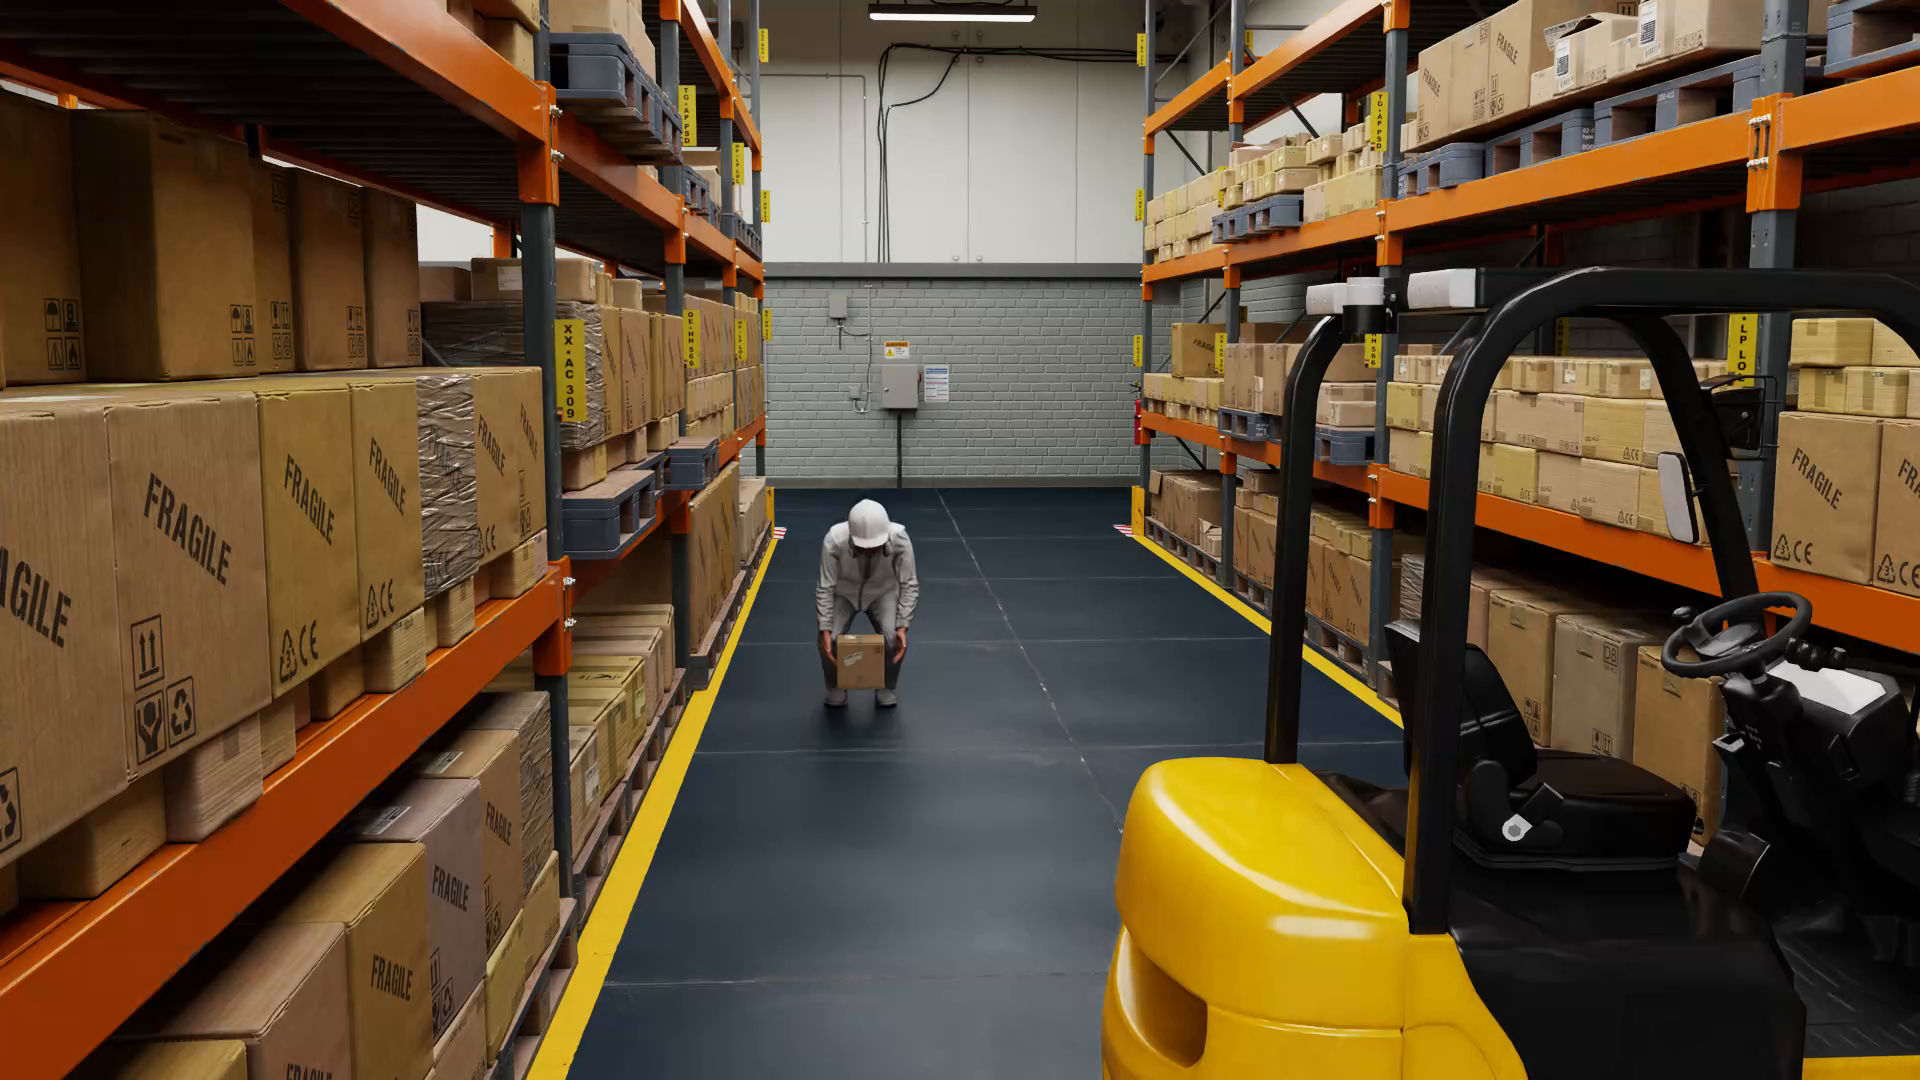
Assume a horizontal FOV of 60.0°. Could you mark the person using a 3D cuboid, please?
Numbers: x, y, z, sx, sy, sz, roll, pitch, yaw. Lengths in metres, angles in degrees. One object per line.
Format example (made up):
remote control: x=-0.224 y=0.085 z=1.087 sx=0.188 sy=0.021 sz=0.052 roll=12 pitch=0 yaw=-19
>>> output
person: x=-0.512 y=0.339 z=9.236 sx=0.570 sy=1.196 sz=0.850 roll=0 pitch=7 yaw=-2
